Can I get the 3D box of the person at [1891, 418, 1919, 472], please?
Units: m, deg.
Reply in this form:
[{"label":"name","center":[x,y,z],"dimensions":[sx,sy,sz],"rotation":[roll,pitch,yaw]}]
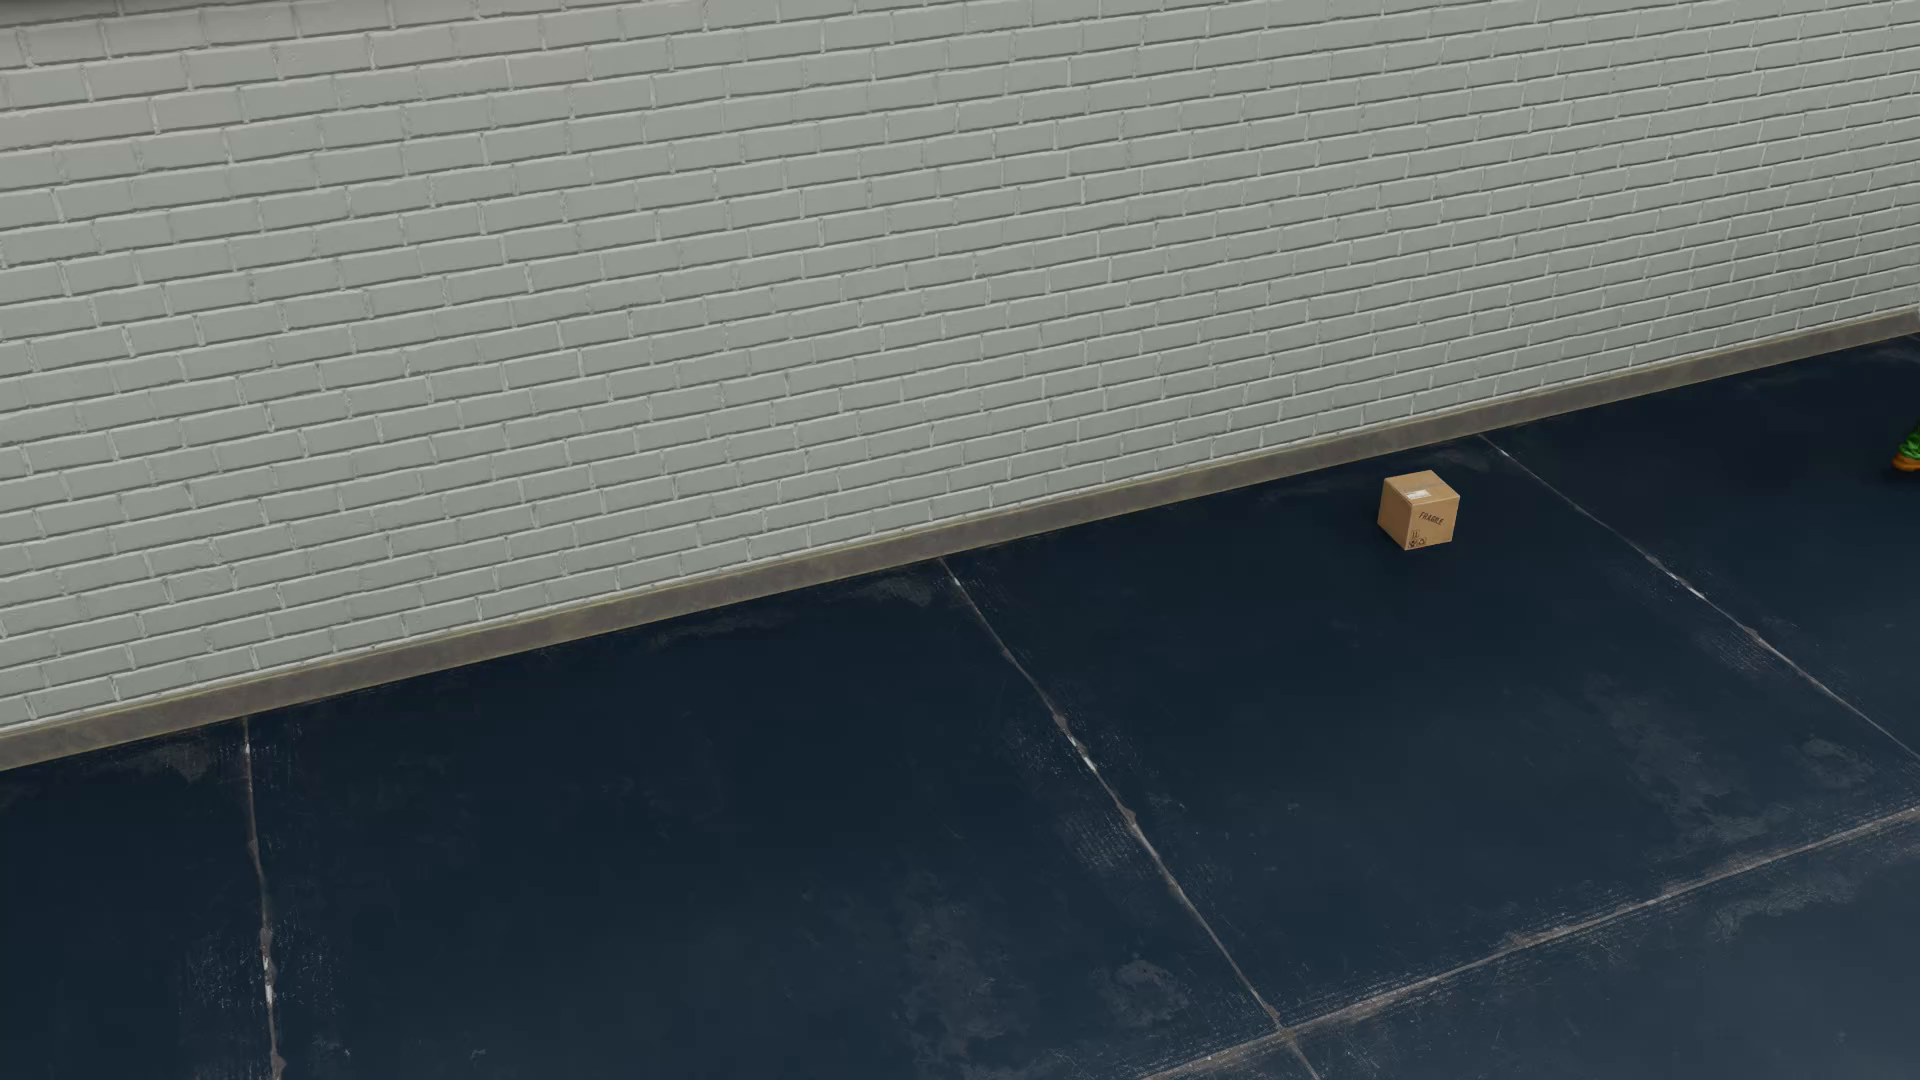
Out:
[{"label":"person","center":[4.984,-1.168,7.914],"dimensions":[0.919,1.757,0.544],"rotation":[-11,35,-17]}]
